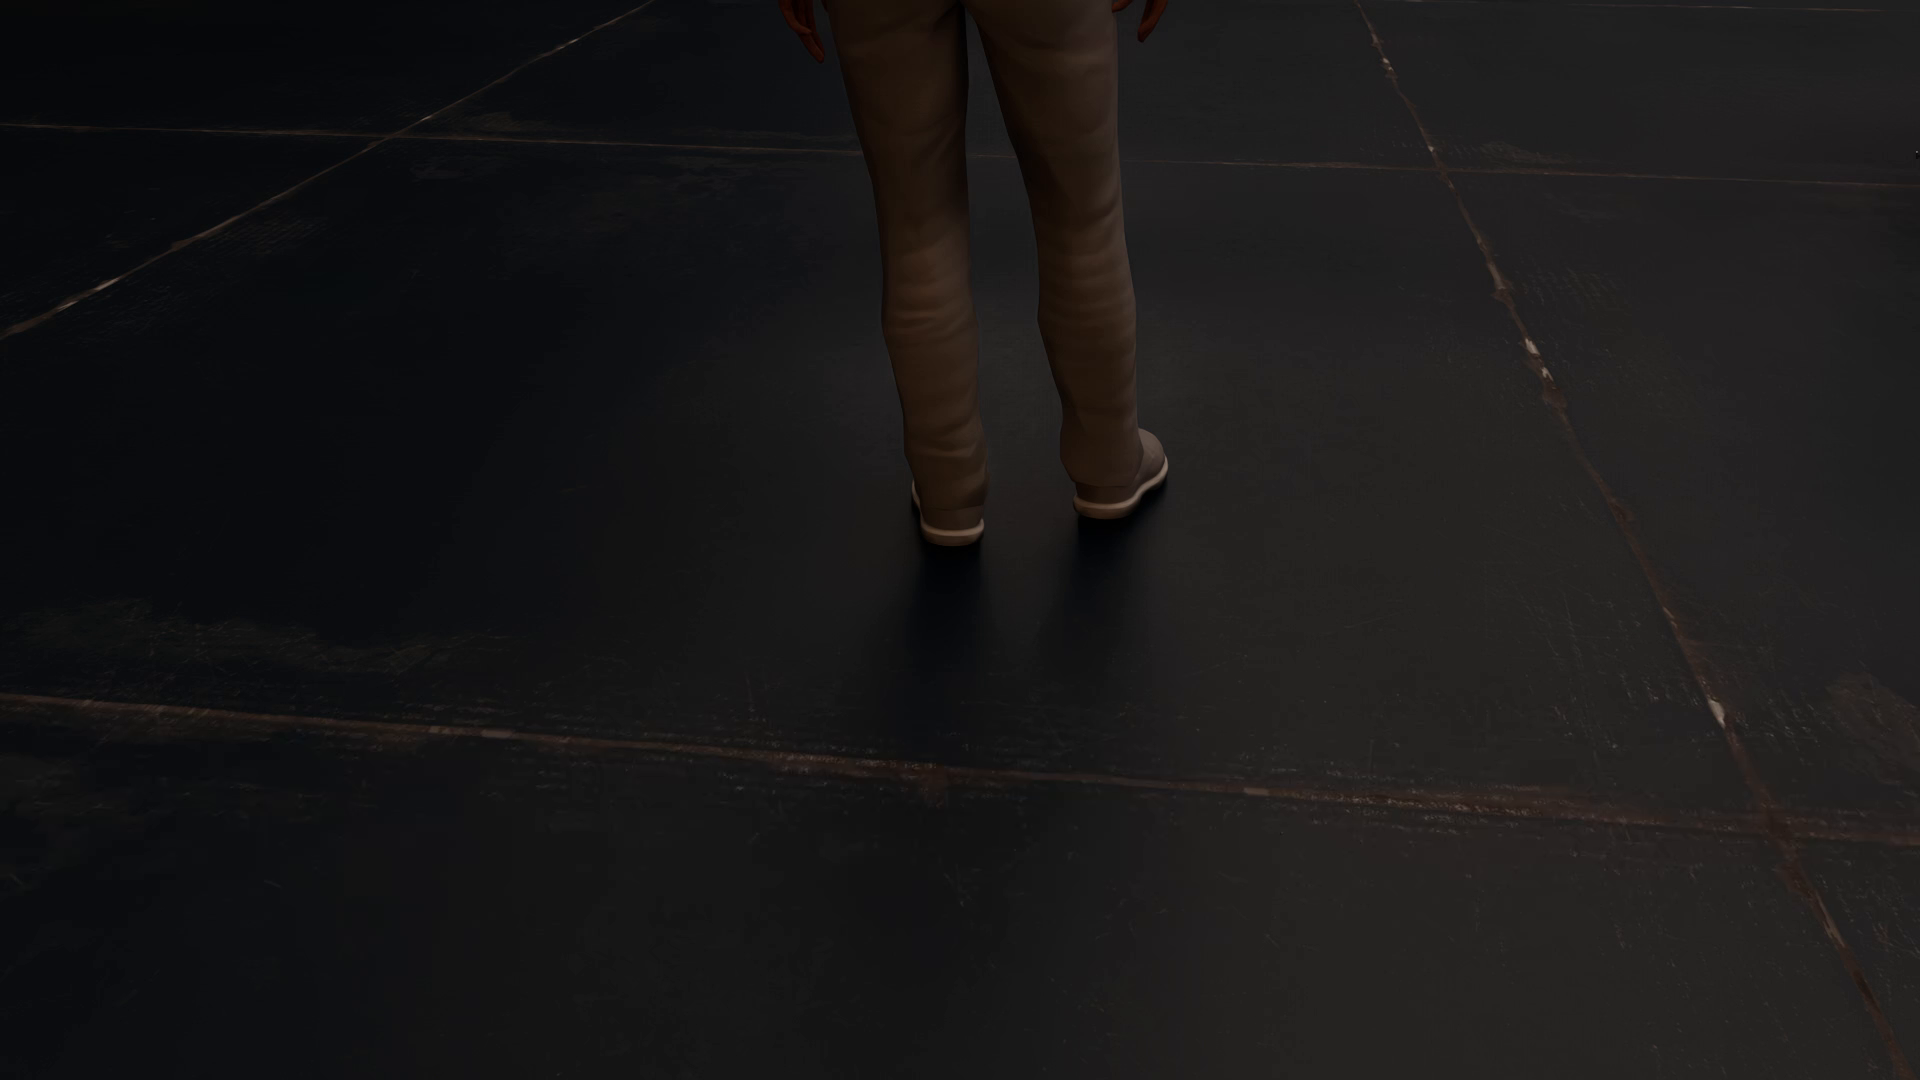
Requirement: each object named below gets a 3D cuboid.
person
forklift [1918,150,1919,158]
[{"bbox_3d":[0.030,-0.796,2.183,0.569,1.693,0.528,3,27,7],"label":"person"},{"bbox_3d":[4.010,-2.416,4.061,3.031,2.935,1.130,-16,31,-29],"label":"forklift"}]
